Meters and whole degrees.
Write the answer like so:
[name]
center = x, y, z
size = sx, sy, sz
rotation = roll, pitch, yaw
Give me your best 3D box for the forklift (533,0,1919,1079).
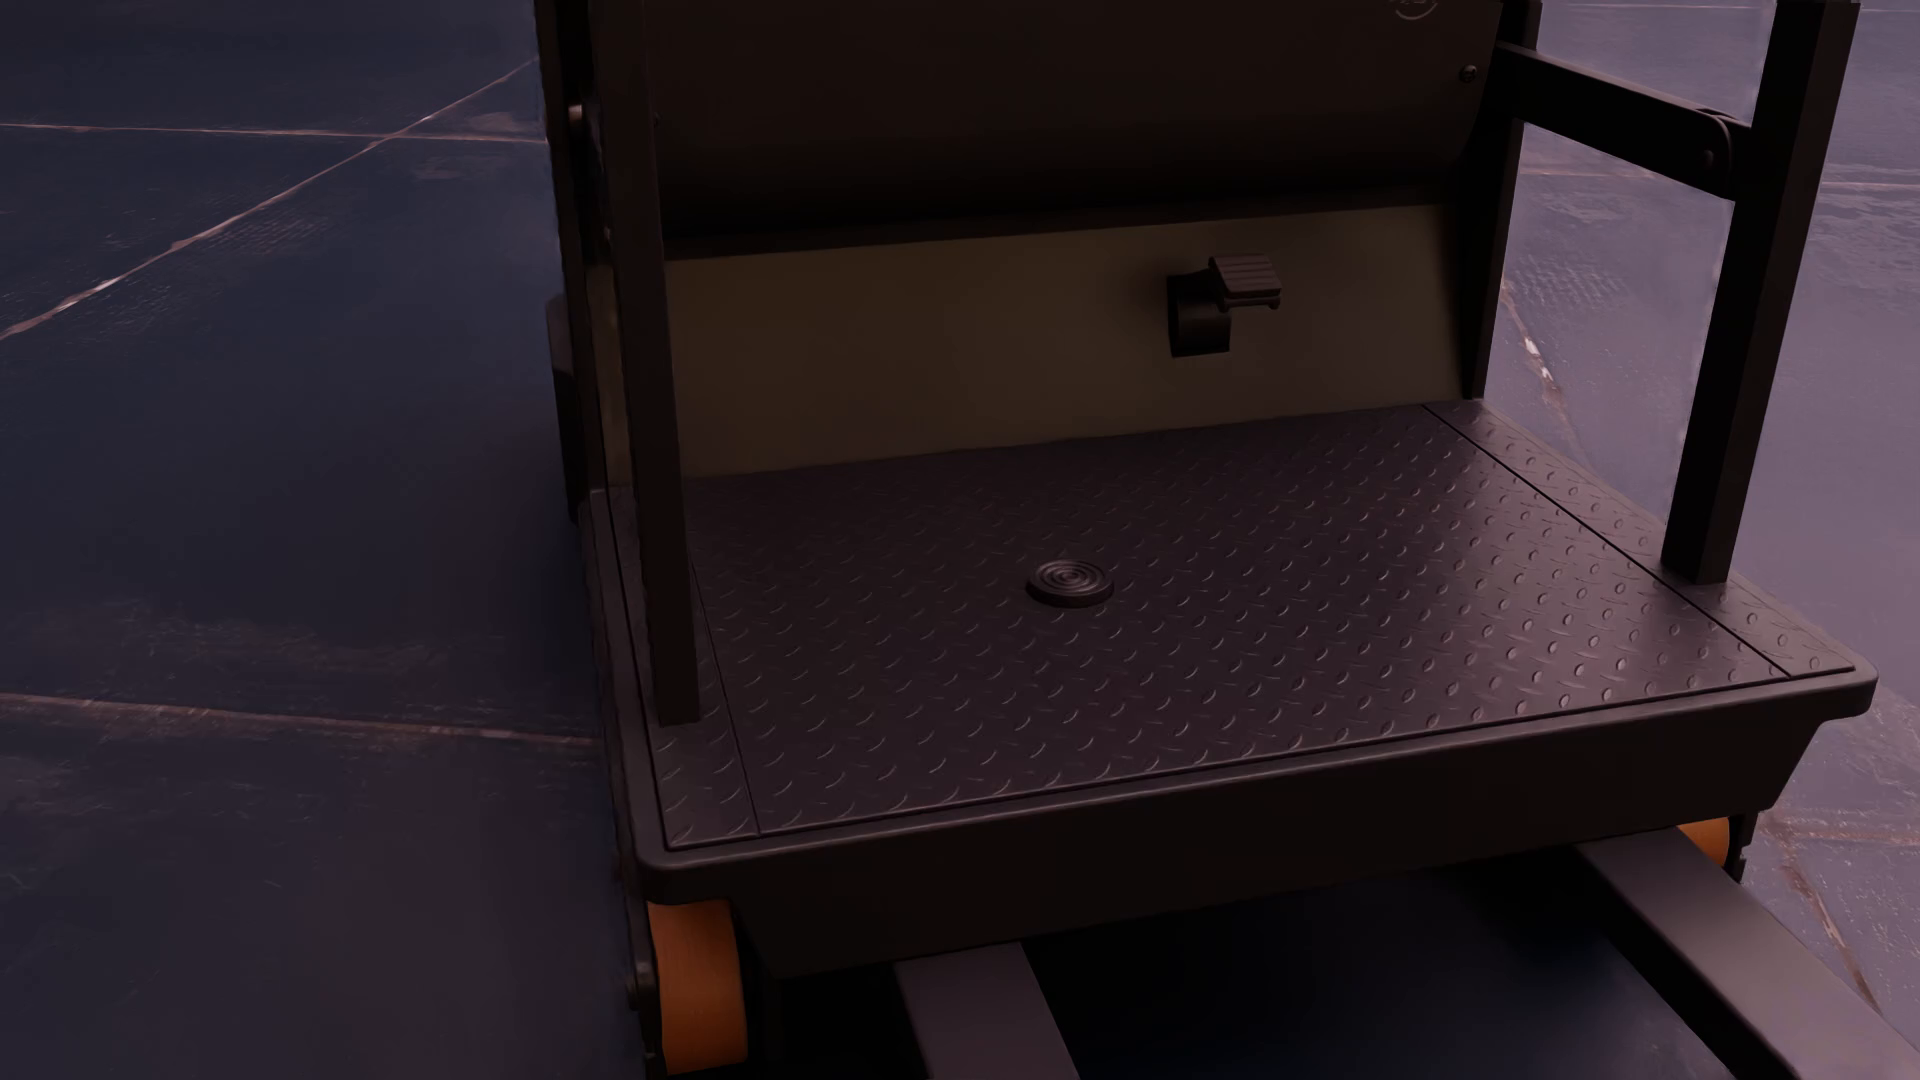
[forklift]
center = 0.172, -1.016, 1.254
size = 1.130, 2.935, 3.031
rotation = -7, 27, -13
